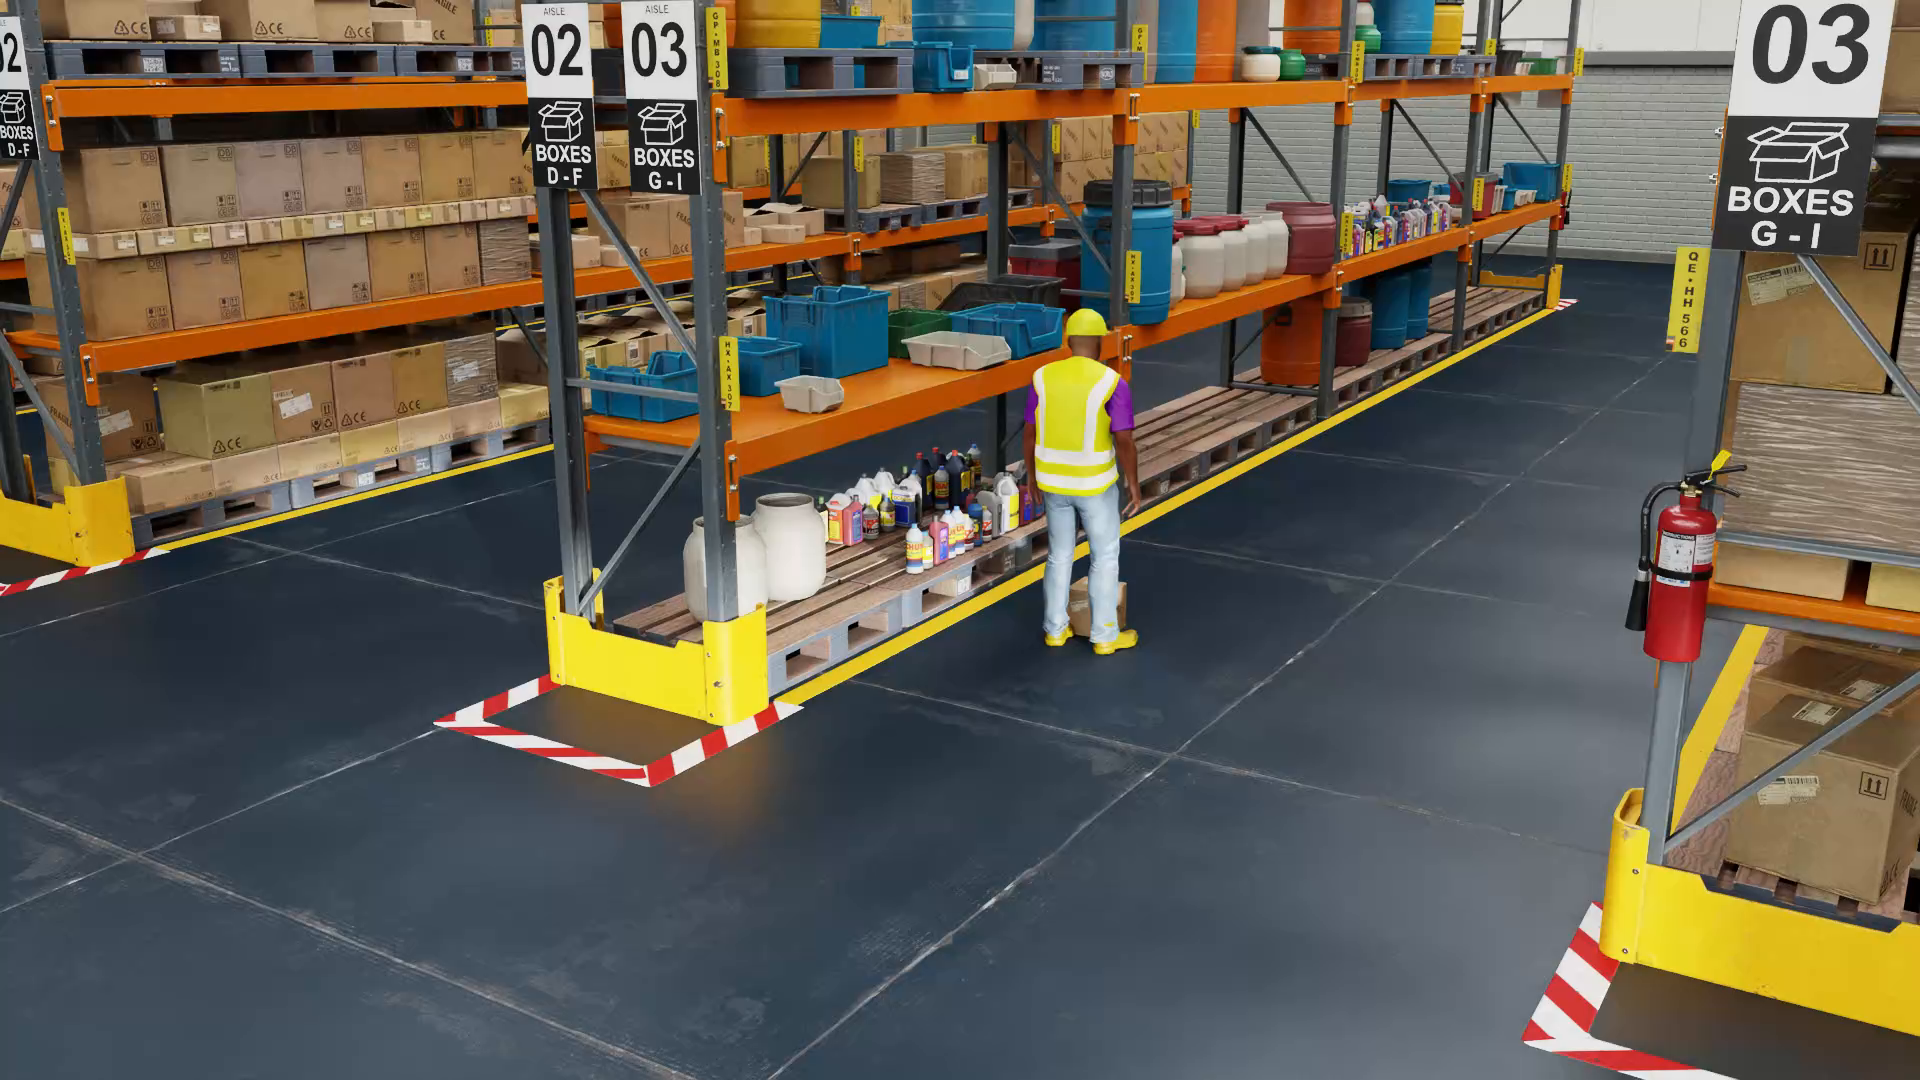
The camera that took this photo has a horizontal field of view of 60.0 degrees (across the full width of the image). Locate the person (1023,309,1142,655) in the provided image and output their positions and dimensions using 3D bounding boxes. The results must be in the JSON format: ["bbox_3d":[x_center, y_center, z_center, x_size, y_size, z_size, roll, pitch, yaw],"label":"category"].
[{"bbox_3d":[0.627,-0.305,8.559,0.638,1.761,0.458,9,18,28],"label":"person"}]
